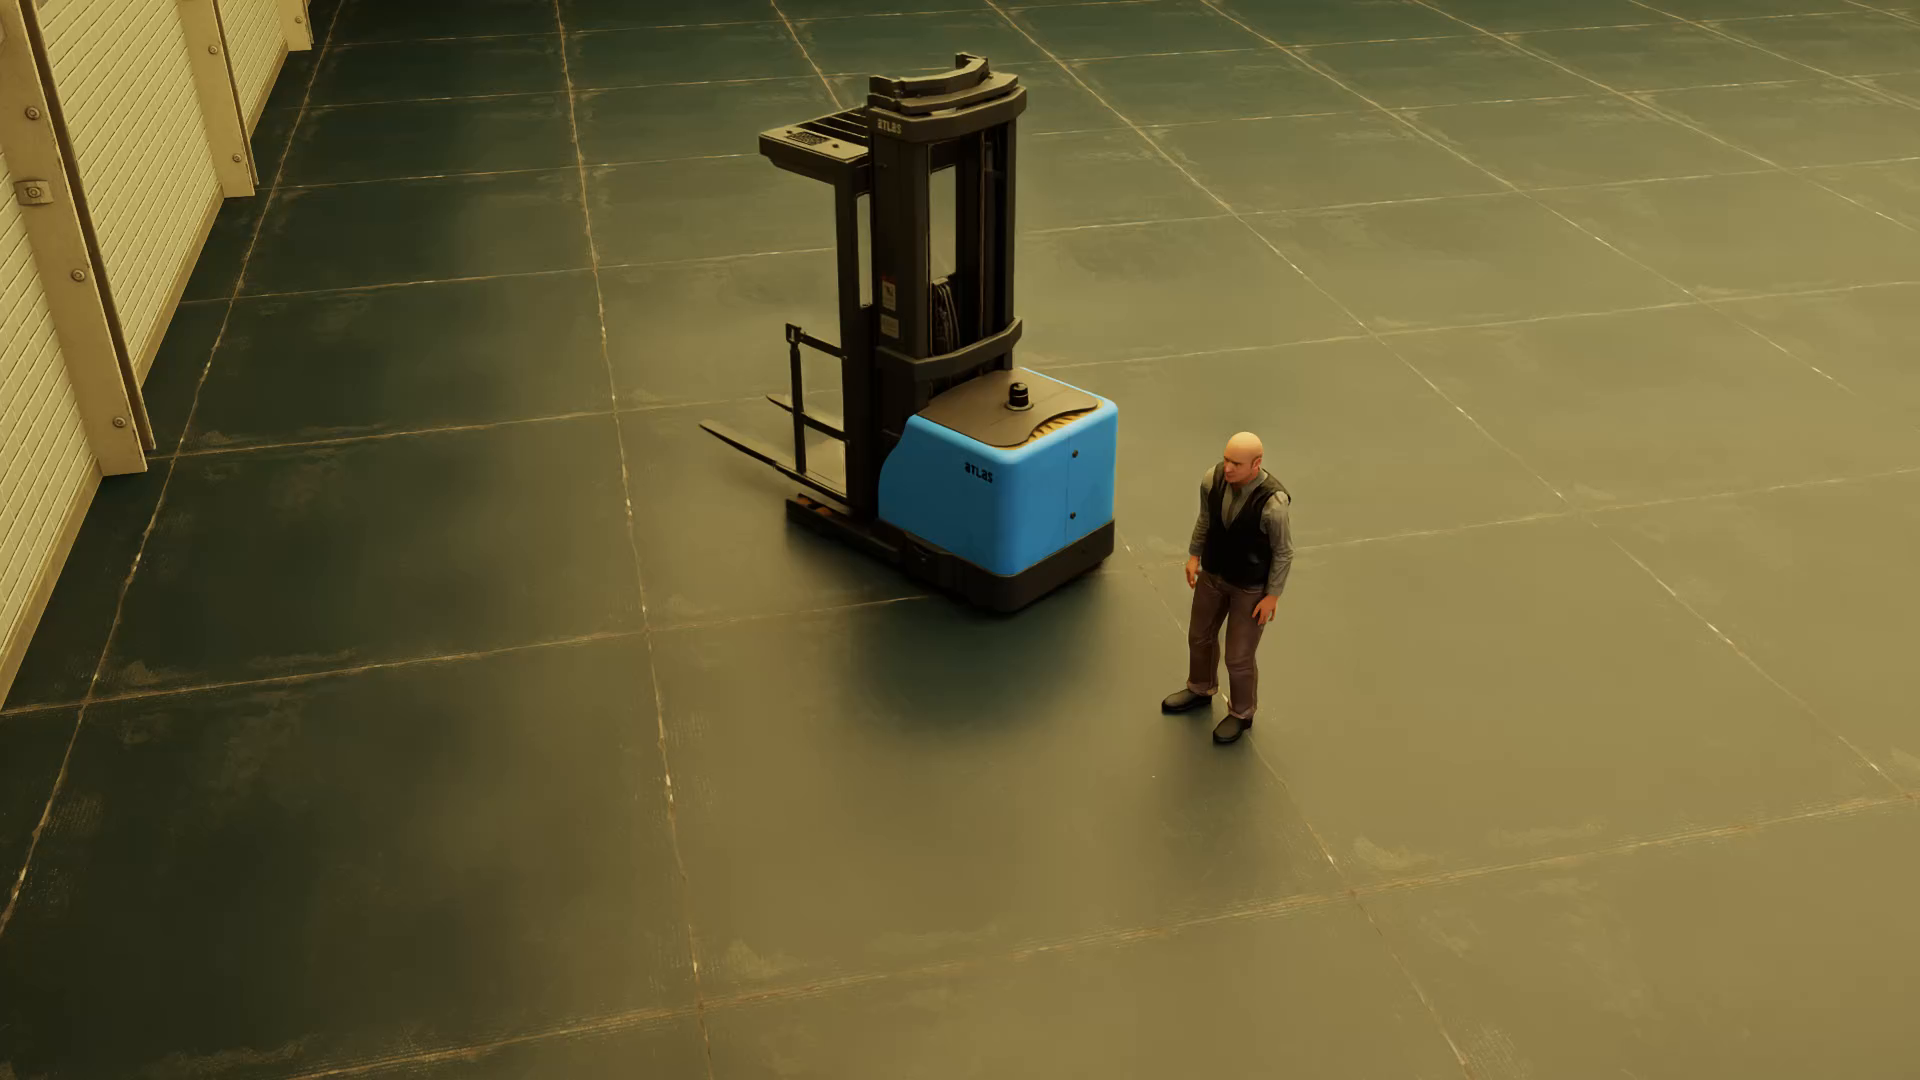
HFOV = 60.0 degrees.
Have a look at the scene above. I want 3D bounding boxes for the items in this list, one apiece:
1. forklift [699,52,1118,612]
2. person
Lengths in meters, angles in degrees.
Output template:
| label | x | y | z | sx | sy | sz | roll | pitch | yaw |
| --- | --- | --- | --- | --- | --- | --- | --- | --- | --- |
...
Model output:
| label | x | y | z | sx | sy | sz | roll | pitch | yaw |
| --- | --- | --- | --- | --- | --- | --- | --- | --- | --- |
| forklift | -0.472 | -1.479 | 10.130 | 3.031 | 2.935 | 1.130 | 25 | 39 | 37 |
| person | 1.405 | 0.202 | 8.436 | 0.421 | 1.720 | 0.590 | -23 | 37 | -34 |
